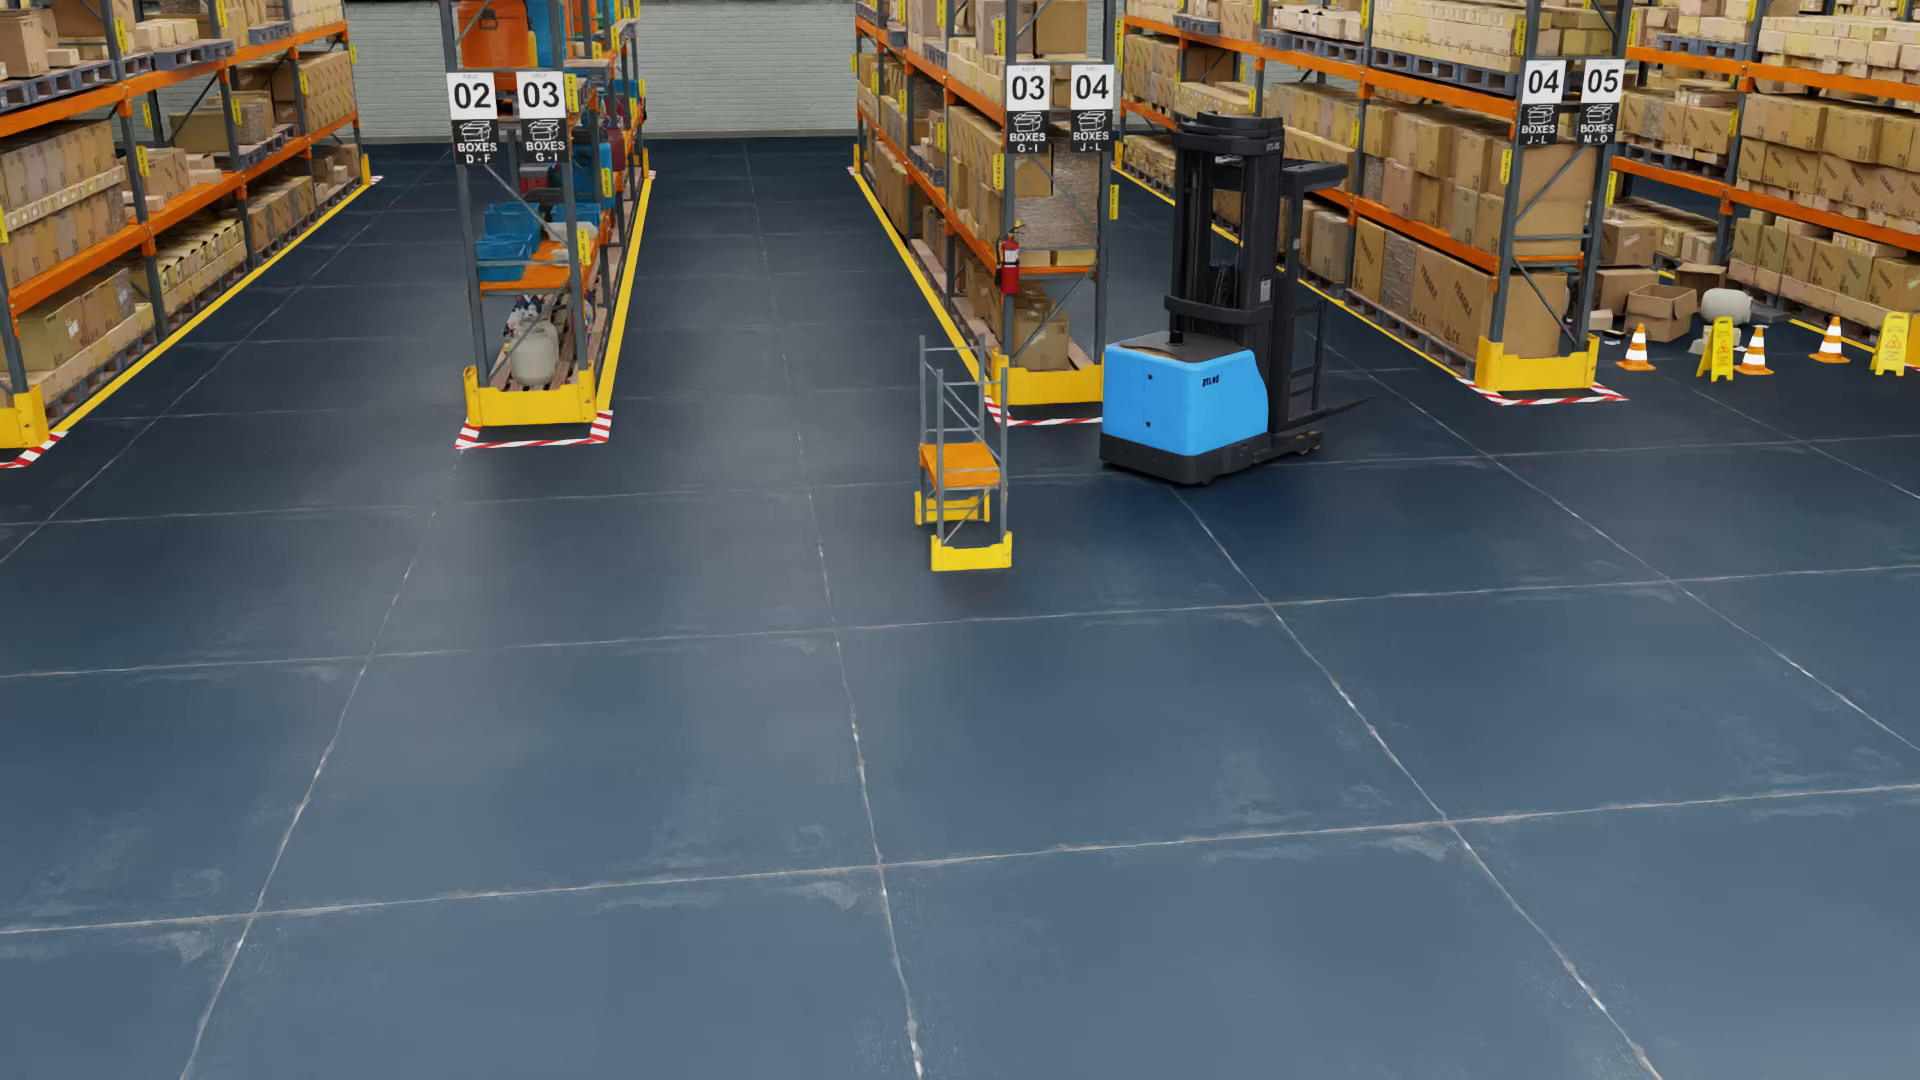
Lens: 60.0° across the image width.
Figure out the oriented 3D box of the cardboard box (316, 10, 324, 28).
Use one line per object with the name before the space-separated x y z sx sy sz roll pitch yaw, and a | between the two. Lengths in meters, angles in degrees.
cardboard box | -10.659 -8.466 27.025 0.500 0.250 0.500 -3 21 -8

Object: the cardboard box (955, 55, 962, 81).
cardboard box | 0.230 -5.143 18.126 0.500 0.250 0.500 -3 21 -8

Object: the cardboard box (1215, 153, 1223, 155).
cardboard box | 4.031 -6.068 26.577 0.500 0.250 0.500 -2 21 -6

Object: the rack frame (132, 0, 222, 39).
rack frame | -10.043 -7.857 20.890 1.000 3.000 0.127 -3 21 -8

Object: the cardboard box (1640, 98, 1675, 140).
cardboard box | 9.632 -5.723 22.583 0.500 0.500 0.500 -4 21 -10

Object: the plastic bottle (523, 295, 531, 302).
plastic bottle | -4.878 -2.597 18.646 0.152 0.276 0.135 -2 21 -6

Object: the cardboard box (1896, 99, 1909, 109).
cardboard box | 14.233 -6.522 24.820 0.380 0.149 0.250 -2 21 -6

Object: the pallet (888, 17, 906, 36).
pallet | -0.635 -7.930 25.648 0.805 0.209 1.217 -4 21 -10

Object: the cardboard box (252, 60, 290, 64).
cardboard box | -11.098 -7.460 26.831 0.500 0.500 0.500 -3 21 -7

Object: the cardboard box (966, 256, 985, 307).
cardboard box | 0.355 -3.045 19.554 0.500 0.500 0.500 -4 21 -9

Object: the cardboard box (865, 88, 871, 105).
cardboard box | -1.360 -7.670 28.753 0.500 0.250 0.500 -3 21 -9

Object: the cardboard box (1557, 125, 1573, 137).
cardboard box | 9.237 -6.136 25.073 0.500 0.250 0.500 -4 21 -10

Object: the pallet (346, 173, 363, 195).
pallet | -11.069 -6.207 29.035 1.003 0.211 1.213 -3 21 -8

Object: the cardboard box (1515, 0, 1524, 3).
cardboard box | 8.907 -8.318 26.005 0.396 0.266 0.258 -1 21 -3

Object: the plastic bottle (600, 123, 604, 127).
plastic bottle | -5.233 -5.919 24.348 0.144 0.351 0.185 -3 21 -8

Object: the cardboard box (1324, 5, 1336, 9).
cardboard box | 5.131 -7.020 22.322 0.500 0.311 0.500 -3 21 -8

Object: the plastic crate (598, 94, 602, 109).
plastic crate | -6.489 -7.684 29.157 0.416 0.233 0.300 -3 21 -8

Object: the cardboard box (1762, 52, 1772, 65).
cardboard box | 9.944 -5.825 20.098 0.380 0.149 0.250 -3 21 -9

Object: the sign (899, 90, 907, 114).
sign | -0.788 -6.058 22.994 0.100 0.325 0.005 -3 21 -8

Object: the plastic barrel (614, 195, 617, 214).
plastic barrel | -5.554 -5.459 25.444 0.600 0.901 0.708 -3 21 -8

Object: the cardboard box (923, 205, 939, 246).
cardboard box | -0.123 -4.349 23.016 0.700 0.500 0.500 -4 21 -11

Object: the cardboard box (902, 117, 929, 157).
cardboard box | -0.556 -5.750 23.681 0.500 0.500 0.500 -2 21 -6

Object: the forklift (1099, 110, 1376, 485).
forklift | 2.619 -2.253 14.559 3.031 2.935 1.130 -19 27 -40

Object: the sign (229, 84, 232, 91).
sign | -11.155 -6.807 25.416 0.100 0.325 0.005 -3 21 -8

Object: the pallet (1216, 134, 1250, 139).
pallet | 4.475 -5.911 24.530 1.213 0.211 1.003 -3 21 -8

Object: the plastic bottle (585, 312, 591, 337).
plastic bottle | -4.034 -2.320 17.911 0.097 0.271 0.097 0 20 0

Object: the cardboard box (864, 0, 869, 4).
cardboard box | -1.303 -9.632 29.044 0.700 0.500 0.500 -4 21 -10

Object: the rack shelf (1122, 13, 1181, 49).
rack shelf | 3.818 -8.905 29.014 1.077 0.370 4.000 -3 21 -8

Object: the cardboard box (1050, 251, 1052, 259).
cardboard box | 1.091 -2.855 16.433 0.380 0.149 0.250 -3 21 -8

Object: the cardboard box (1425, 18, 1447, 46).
cardboard box | 5.274 -5.385 17.605 0.500 0.250 0.500 -3 21 -7

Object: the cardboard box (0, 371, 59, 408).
cardboard box | -8.747 -1.382 15.459 0.500 0.250 0.500 -3 21 -8

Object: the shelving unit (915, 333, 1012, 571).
shelving unit | 0.011 -0.676 12.383 0.587 1.500 1.083 -3 21 -8

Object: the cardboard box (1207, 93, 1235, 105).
cardboard box | 3.975 -6.712 25.308 0.380 0.149 0.250 -2 21 -5

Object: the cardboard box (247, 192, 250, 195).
cardboard box | -10.566 -4.754 24.101 0.500 0.500 0.500 -4 21 -10

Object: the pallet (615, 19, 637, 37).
pallet | -5.508 -7.730 25.108 1.213 0.211 1.003 -3 21 -8

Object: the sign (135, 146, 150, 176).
sign | -8.917 -4.133 18.143 0.100 0.325 0.005 -3 21 -8

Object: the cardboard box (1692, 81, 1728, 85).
cardboard box | 13.500 -8.087 29.870 0.500 0.250 0.500 -3 21 -8

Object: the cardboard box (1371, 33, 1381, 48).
cardboard box | 4.976 -5.763 19.187 0.380 0.149 0.250 -3 21 -9

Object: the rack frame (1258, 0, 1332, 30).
rack frame | 4.683 -8.570 22.801 1.000 3.000 0.127 -3 21 -8

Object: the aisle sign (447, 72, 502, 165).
aisle sign | -4.271 -3.703 14.628 0.394 0.787 0.004 -3 21 -8

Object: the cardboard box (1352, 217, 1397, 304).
cardboard box | 5.281 -3.355 19.848 0.875 0.875 0.875 -3 21 -7

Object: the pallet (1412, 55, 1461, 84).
pallet | 5.540 -5.033 17.745 1.003 0.211 1.213 -3 21 -8

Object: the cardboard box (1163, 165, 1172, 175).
cardboard box | 3.695 -6.331 28.430 0.380 0.149 0.250 -4 21 -10

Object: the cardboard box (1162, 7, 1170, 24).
cardboard box | 3.708 -8.809 27.943 0.500 0.250 0.500 -3 21 -8

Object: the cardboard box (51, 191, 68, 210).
cardboard box | -8.954 -3.306 16.211 0.380 0.149 0.250 -3 21 -7

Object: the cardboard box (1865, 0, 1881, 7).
cardboard box | 14.114 -8.247 25.442 0.380 0.149 0.250 -4 21 -10

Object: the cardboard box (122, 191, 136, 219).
cardboard box | -9.581 -3.759 18.709 0.500 0.250 0.500 -2 21 -4

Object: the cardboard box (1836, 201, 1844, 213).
cardboard box | 10.253 -3.806 18.978 0.380 0.149 0.250 -3 21 -8

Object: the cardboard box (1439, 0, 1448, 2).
cardboard box | 5.664 -6.081 18.901 0.380 0.149 0.250 -3 21 -8

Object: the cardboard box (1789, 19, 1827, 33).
cardboard box | 9.961 -6.015 19.465 0.380 0.149 0.250 -4 21 -10

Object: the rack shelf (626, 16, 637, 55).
rack shelf | -6.006 -8.440 27.769 1.077 0.370 4.000 -3 21 -8

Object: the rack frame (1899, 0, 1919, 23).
rack frame | 14.478 -9.106 24.237 1.000 3.000 0.127 -3 21 -8

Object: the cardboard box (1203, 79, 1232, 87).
cardboard box | 4.284 -7.515 27.982 0.500 0.500 0.500 -3 21 -9

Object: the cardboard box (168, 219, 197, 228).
cardboard box | -10.258 -4.021 21.724 0.500 0.311 0.500 -2 21 -6

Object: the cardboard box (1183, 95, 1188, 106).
cardboard box | 3.785 -7.025 26.570 0.380 0.149 0.250 -2 21 -6

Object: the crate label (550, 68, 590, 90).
crate label | -3.931 -4.525 16.470 0.502 0.251 0.408 -3 21 -8
